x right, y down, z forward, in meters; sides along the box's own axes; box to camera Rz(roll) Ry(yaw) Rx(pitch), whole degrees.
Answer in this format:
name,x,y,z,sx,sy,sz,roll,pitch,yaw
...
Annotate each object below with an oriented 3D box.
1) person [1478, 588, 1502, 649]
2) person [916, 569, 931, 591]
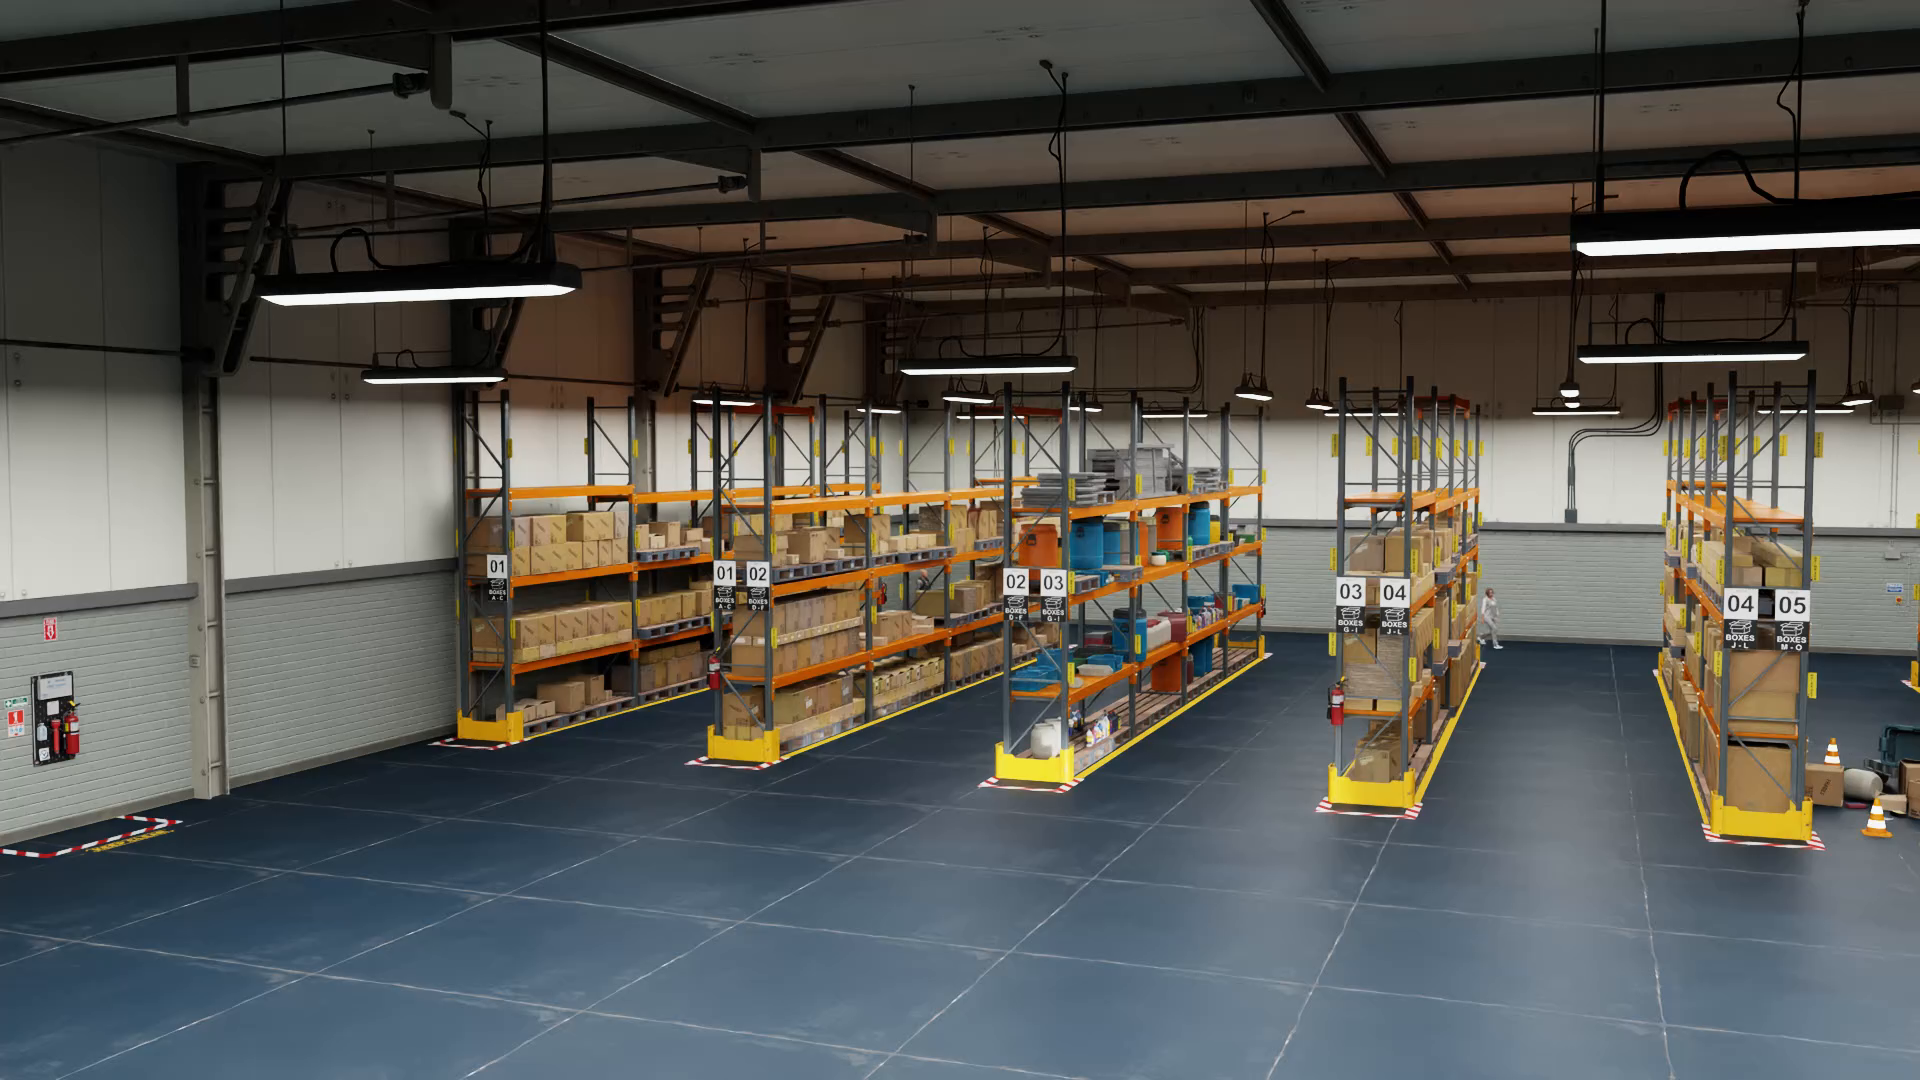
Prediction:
name,x,y,z,sx,sy,sz,roll,pitch,yaw
person,13.297,1.944,41.715,0.412,1.503,0.876,-1,3,-25
person,-0.956,1.653,45.025,0.428,1.728,0.560,1,3,22
